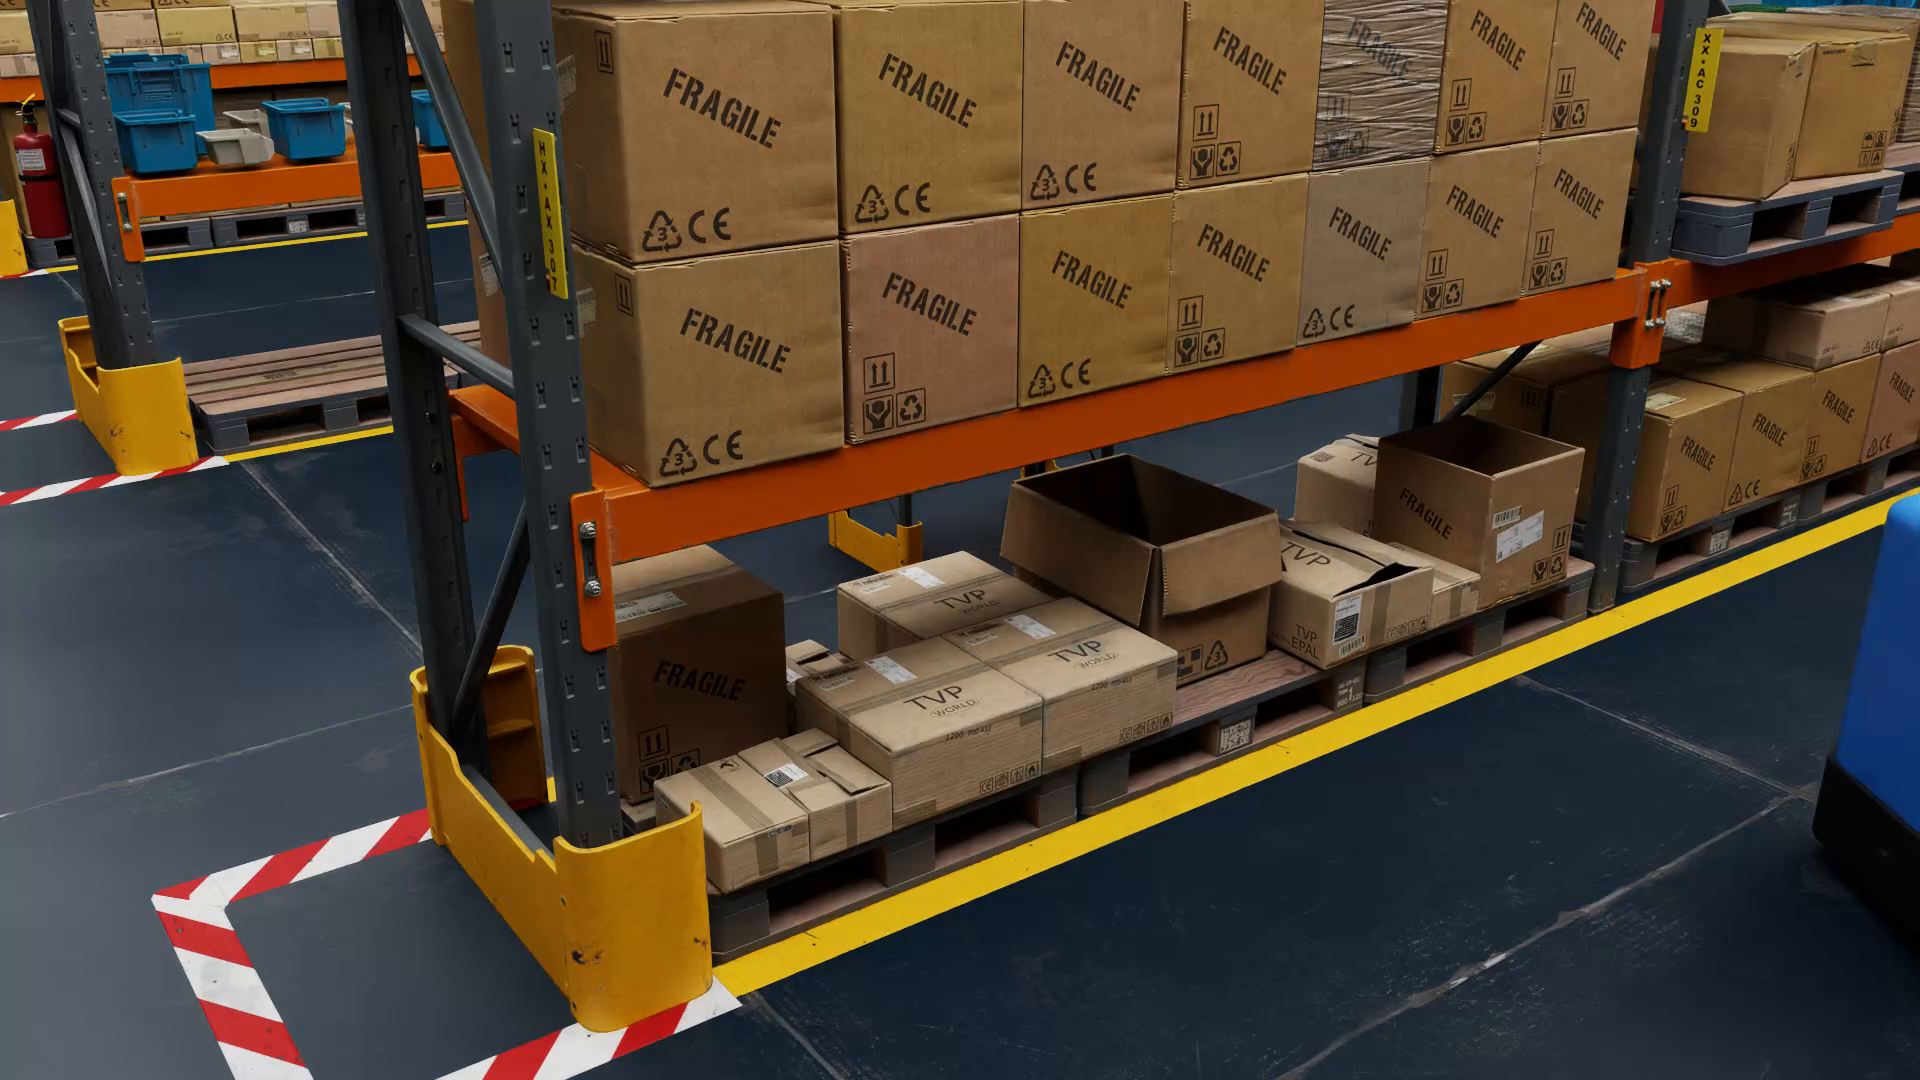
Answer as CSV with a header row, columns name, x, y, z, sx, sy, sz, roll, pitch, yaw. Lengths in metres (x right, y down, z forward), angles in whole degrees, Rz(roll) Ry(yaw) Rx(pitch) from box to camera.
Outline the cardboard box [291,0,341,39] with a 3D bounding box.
name,x,y,z,sx,sy,sz,roll,pitch,yaw
cardboard box,-4.704,-3.925,12.485,0.500,0.250,0.500,-14,26,-32

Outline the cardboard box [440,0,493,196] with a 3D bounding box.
name,x,y,z,sx,sy,sz,roll,pitch,yaw
cardboard box,-0.930,-1.097,4.114,0.500,0.500,0.500,-15,26,-33

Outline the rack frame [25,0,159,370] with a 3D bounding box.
name,x,y,z,sx,sy,sz,roll,pitch,yaw
rack frame,-4.021,-1.898,7.606,0.127,3.000,1.000,-15,26,-33

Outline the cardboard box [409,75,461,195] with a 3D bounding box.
name,x,y,z,sx,sy,sz,roll,pitch,yaw
cardboard box,-4.249,-3.343,13.528,0.875,0.875,0.875,-15,26,-33

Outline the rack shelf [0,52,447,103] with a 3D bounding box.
name,x,y,z,sx,sy,sz,roll,pitch,yaw
rack shelf,-5.290,-3.487,12.558,4.000,0.370,1.077,-15,26,-33

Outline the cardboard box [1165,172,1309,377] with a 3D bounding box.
name,x,y,z,sx,sy,sz,roll,pitch,yaw
cardboard box,0.615,-0.799,4.716,0.500,0.500,0.500,-15,26,-32

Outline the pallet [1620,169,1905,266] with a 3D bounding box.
name,x,y,z,sx,sy,sz,roll,pitch,yaw
pallet,2.829,-1.324,6.426,1.213,0.211,1.003,-15,26,-33

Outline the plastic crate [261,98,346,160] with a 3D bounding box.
name,x,y,z,sx,sy,sz,roll,pitch,yaw
plastic crate,-3.094,-1.945,7.868,0.300,0.233,0.416,-15,26,-33

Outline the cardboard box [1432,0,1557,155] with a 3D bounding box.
name,x,y,z,sx,sy,sz,roll,pitch,yaw
cardboard box,1.443,-1.485,5.085,0.500,0.500,0.500,-16,27,-34

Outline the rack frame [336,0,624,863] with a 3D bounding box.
name,x,y,z,sx,sy,sz,roll,pitch,yaw
rack frame,-1.131,-0.407,3.869,0.127,3.000,1.000,-15,26,-33

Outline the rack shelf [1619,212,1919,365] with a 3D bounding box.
name,x,y,z,sx,sy,sz,roll,pitch,yaw
rack shelf,3.740,-1.372,7.257,4.000,0.370,1.077,-15,26,-33

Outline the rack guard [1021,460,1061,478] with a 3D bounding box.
name,x,y,z,sx,sy,sz,roll,pitch,yaw
rack guard,0.466,-0.240,7.162,0.087,0.250,0.587,-15,26,-33

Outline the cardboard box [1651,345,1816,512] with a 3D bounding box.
name,x,y,z,sx,sy,sz,roll,pitch,yaw
cardboard box,3.078,-0.466,6.797,0.500,0.500,0.500,-14,26,-32

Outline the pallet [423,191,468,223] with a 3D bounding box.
name,x,y,z,sx,sy,sz,roll,pitch,yaw
pallet,-4.329,-2.818,13.673,1.213,0.211,1.003,-15,26,-33

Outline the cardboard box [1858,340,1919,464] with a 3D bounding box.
name,x,y,z,sx,sy,sz,roll,pitch,yaw
cardboard box,3.898,-0.682,7.336,0.500,0.500,0.500,-16,27,-35

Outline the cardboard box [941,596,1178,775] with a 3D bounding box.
name,x,y,z,sx,sy,sz,roll,pitch,yaw
cardboard box,0.288,0.417,4.921,0.500,0.250,0.500,-15,26,-33

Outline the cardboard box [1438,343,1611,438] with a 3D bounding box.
name,x,y,z,sx,sy,sz,roll,pitch,yaw
cardboard box,2.349,-0.509,6.904,0.500,0.500,0.500,-15,26,-33

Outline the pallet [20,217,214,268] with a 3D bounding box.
name,x,y,z,sx,sy,sz,roll,pitch,yaw
pallet,-6.310,-2.290,12.349,1.213,0.211,1.003,-15,26,-33

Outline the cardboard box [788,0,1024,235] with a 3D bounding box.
name,x,y,z,sx,sy,sz,roll,pitch,yaw
cardboard box,-0.197,-1.050,3.996,0.500,0.500,0.500,-15,26,-32

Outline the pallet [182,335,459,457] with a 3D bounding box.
name,x,y,z,sx,sy,sz,roll,pitch,yaw
pallet,-3.329,-0.770,8.540,1.213,0.211,1.003,-15,26,-33

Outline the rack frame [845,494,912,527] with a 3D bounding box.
name,x,y,z,sx,sy,sz,roll,pitch,yaw
rack frame,-0.343,-0.605,6.389,0.032,1.500,0.500,-15,26,-33

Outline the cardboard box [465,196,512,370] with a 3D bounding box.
name,x,y,z,sx,sy,sz,roll,pitch,yaw
cardboard box,-0.926,-0.632,4.299,0.500,0.500,0.500,-14,26,-31

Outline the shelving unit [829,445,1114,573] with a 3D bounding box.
name,x,y,z,sx,sy,sz,roll,pitch,yaw
shelving unit,0.062,-0.713,6.660,1.083,1.500,0.587,-15,26,-33

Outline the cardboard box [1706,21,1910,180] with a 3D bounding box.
name,x,y,z,sx,sy,sz,roll,pitch,yaw
cardboard box,3.152,-1.717,6.452,0.500,0.500,0.700,-10,24,-25

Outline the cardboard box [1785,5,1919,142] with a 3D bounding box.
name,x,y,z,sx,sy,sz,roll,pitch,yaw
cardboard box,4.064,-2.069,7.333,0.500,0.500,0.700,-10,24,-23

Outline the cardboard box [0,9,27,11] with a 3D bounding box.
name,x,y,z,sx,sy,sz,roll,pitch,yaw
cardboard box,-6.675,-3.641,11.775,0.500,0.250,0.500,-15,26,-34

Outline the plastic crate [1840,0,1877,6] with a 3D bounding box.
name,x,y,z,sx,sy,sz,roll,pitch,yaw
plastic crate,8.205,-4.955,15.467,0.408,0.251,0.499,-15,26,-33

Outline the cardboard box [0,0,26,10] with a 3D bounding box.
name,x,y,z,sx,sy,sz,roll,pitch,yaw
cardboard box,-6.671,-3.989,11.636,0.500,0.500,0.500,-15,26,-32

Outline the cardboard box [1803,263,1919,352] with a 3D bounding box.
name,x,y,z,sx,sy,sz,roll,pitch,yaw
cardboard box,3.870,-1.021,7.175,0.500,0.250,0.500,-16,26,-34

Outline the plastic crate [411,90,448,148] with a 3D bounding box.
name,x,y,z,sx,sy,sz,roll,pitch,yaw
plastic crate,-2.559,-2.088,8.225,0.300,0.233,0.416,-15,26,-33

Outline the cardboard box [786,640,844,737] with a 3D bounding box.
name,x,y,z,sx,sy,sz,roll,pitch,yaw
cardboard box,-0.452,0.452,4.945,0.250,0.166,0.380,-15,26,-33

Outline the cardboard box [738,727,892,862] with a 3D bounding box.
name,x,y,z,sx,sy,sz,roll,pitch,yaw
cardboard box,-0.387,0.663,4.416,0.250,0.166,0.380,-15,26,-33

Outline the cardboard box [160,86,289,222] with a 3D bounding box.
name,x,y,z,sx,sy,sz,roll,pitch,yaw
cardboard box,-5.702,-2.956,12.557,0.875,0.875,0.875,-15,26,-33

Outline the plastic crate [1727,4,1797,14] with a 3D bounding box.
name,x,y,z,sx,sy,sz,roll,pitch,yaw
plastic crate,6.987,-4.606,14.677,0.662,0.188,0.450,-15,26,-33

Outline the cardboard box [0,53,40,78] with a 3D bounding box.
name,x,y,z,sx,sy,sz,roll,pitch,yaw
cardboard box,-6.432,-3.249,11.330,0.250,0.149,0.380,-15,26,-32

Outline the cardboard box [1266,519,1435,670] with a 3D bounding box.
name,x,y,z,sx,sy,sz,roll,pitch,yaw
cardboard box,1.211,0.143,5.526,0.500,0.311,0.500,-15,26,-33

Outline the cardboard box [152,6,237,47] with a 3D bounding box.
name,x,y,z,sx,sy,sz,roll,pitch,yaw
cardboard box,-5.538,-3.701,11.926,0.500,0.250,0.500,-16,27,-35

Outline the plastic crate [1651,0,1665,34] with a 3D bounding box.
name,x,y,z,sx,sy,sz,roll,pitch,yaw
plastic crate,5.506,-4.328,13.610,0.583,0.464,0.402,-15,26,-33

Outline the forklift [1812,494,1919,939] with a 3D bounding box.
name,x,y,z,sx,sy,sz,roll,pitch,yaw
forklift,3.922,-0.351,3.821,3.031,2.935,1.130,-2,22,-4

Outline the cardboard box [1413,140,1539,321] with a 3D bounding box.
name,x,y,z,sx,sy,sz,roll,pitch,yaw
cardboard box,1.443,-1.022,5.275,0.500,0.500,0.500,-14,26,-31

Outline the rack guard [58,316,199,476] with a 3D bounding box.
name,x,y,z,sx,sy,sz,roll,pitch,yaw
rack guard,-4.033,-0.728,8.046,0.348,0.500,1.175,-15,26,-33

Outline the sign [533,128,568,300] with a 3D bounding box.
name,x,y,z,sx,sy,sz,roll,pitch,yaw
sign,-0.814,-0.646,3.300,0.005,0.325,0.100,-15,26,-33

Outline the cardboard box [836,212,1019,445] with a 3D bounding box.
name,x,y,z,sx,sy,sz,roll,pitch,yaw
cardboard box,-0.201,-0.583,4.176,0.500,0.500,0.500,-15,26,-33

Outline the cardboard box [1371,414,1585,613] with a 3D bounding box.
name,x,y,z,sx,sy,sz,roll,pitch,yaw
cardboard box,1.819,-0.107,5.898,0.500,0.500,0.500,-15,26,-33

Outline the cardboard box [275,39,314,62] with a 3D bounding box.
name,x,y,z,sx,sy,sz,roll,pitch,yaw
cardboard box,-4.973,-3.640,12.309,0.250,0.149,0.380,-14,26,-32

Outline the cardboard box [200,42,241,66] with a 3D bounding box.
name,x,y,z,sx,sy,sz,roll,pitch,yaw
cardboard box,-5.390,-3.528,12.029,0.250,0.149,0.380,-15,26,-33

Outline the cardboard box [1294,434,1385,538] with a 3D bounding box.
name,x,y,z,sx,sy,sz,roll,pitch,yaw
cardboard box,1.649,-0.203,6.391,0.500,0.311,0.500,-15,26,-33

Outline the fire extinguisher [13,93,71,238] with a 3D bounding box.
name,x,y,z,sx,sy,sz,roll,pitch,yaw
fire extinguisher,-4.408,-1.793,7.950,0.183,0.674,0.296,-15,26,-33

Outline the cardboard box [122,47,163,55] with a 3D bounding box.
name,x,y,z,sx,sy,sz,roll,pitch,yaw
cardboard box,-5.806,-3.417,11.752,0.250,0.149,0.380,-15,26,-34

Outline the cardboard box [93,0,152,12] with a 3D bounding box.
name,x,y,z,sx,sy,sz,roll,pitch,yaw
cardboard box,-5.960,-3.936,11.501,0.500,0.500,0.500,-16,27,-34

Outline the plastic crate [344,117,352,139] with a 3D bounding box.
name,x,y,z,sx,sy,sz,roll,pitch,yaw
plastic crate,-3.221,-2.093,8.368,0.243,0.136,0.396,-15,26,-33

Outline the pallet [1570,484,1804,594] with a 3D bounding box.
name,x,y,z,sx,sy,sz,roll,pitch,yaw
pallet,2.754,-0.165,7.025,1.213,0.211,1.003,-15,26,-33

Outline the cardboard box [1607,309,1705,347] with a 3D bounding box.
name,x,y,z,sx,sy,sz,roll,pitch,yaw
cardboard box,3.163,-0.722,7.438,0.500,0.500,0.500,-15,26,-32

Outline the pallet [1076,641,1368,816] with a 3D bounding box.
name,x,y,z,sx,sy,sz,roll,pitch,yaw
pallet,0.567,0.436,5.518,1.213,0.211,1.003,-15,26,-33

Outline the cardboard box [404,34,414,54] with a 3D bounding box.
name,x,y,z,sx,sy,sz,roll,pitch,yaw
cardboard box,-4.349,-3.806,12.725,0.250,0.149,0.380,-14,26,-32

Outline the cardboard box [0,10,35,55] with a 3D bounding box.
name,x,y,z,sx,sy,sz,roll,pitch,yaw
cardboard box,-6.366,-3.479,11.369,0.500,0.250,0.500,-16,27,-34

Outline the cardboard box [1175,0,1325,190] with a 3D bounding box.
name,x,y,z,sx,sy,sz,roll,pitch,yaw
cardboard box,0.624,-1.267,4.540,0.500,0.500,0.500,-15,26,-33

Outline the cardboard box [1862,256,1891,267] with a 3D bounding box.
name,x,y,z,sx,sy,sz,roll,pitch,yaw
cardboard box,4.827,-1.169,8.559,0.500,0.500,0.500,-14,26,-31

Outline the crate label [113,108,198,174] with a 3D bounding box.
name,x,y,z,sx,sy,sz,roll,pitch,yaw
crate label,-3.628,-1.803,7.511,0.303,0.233,0.416,-15,26,-33
